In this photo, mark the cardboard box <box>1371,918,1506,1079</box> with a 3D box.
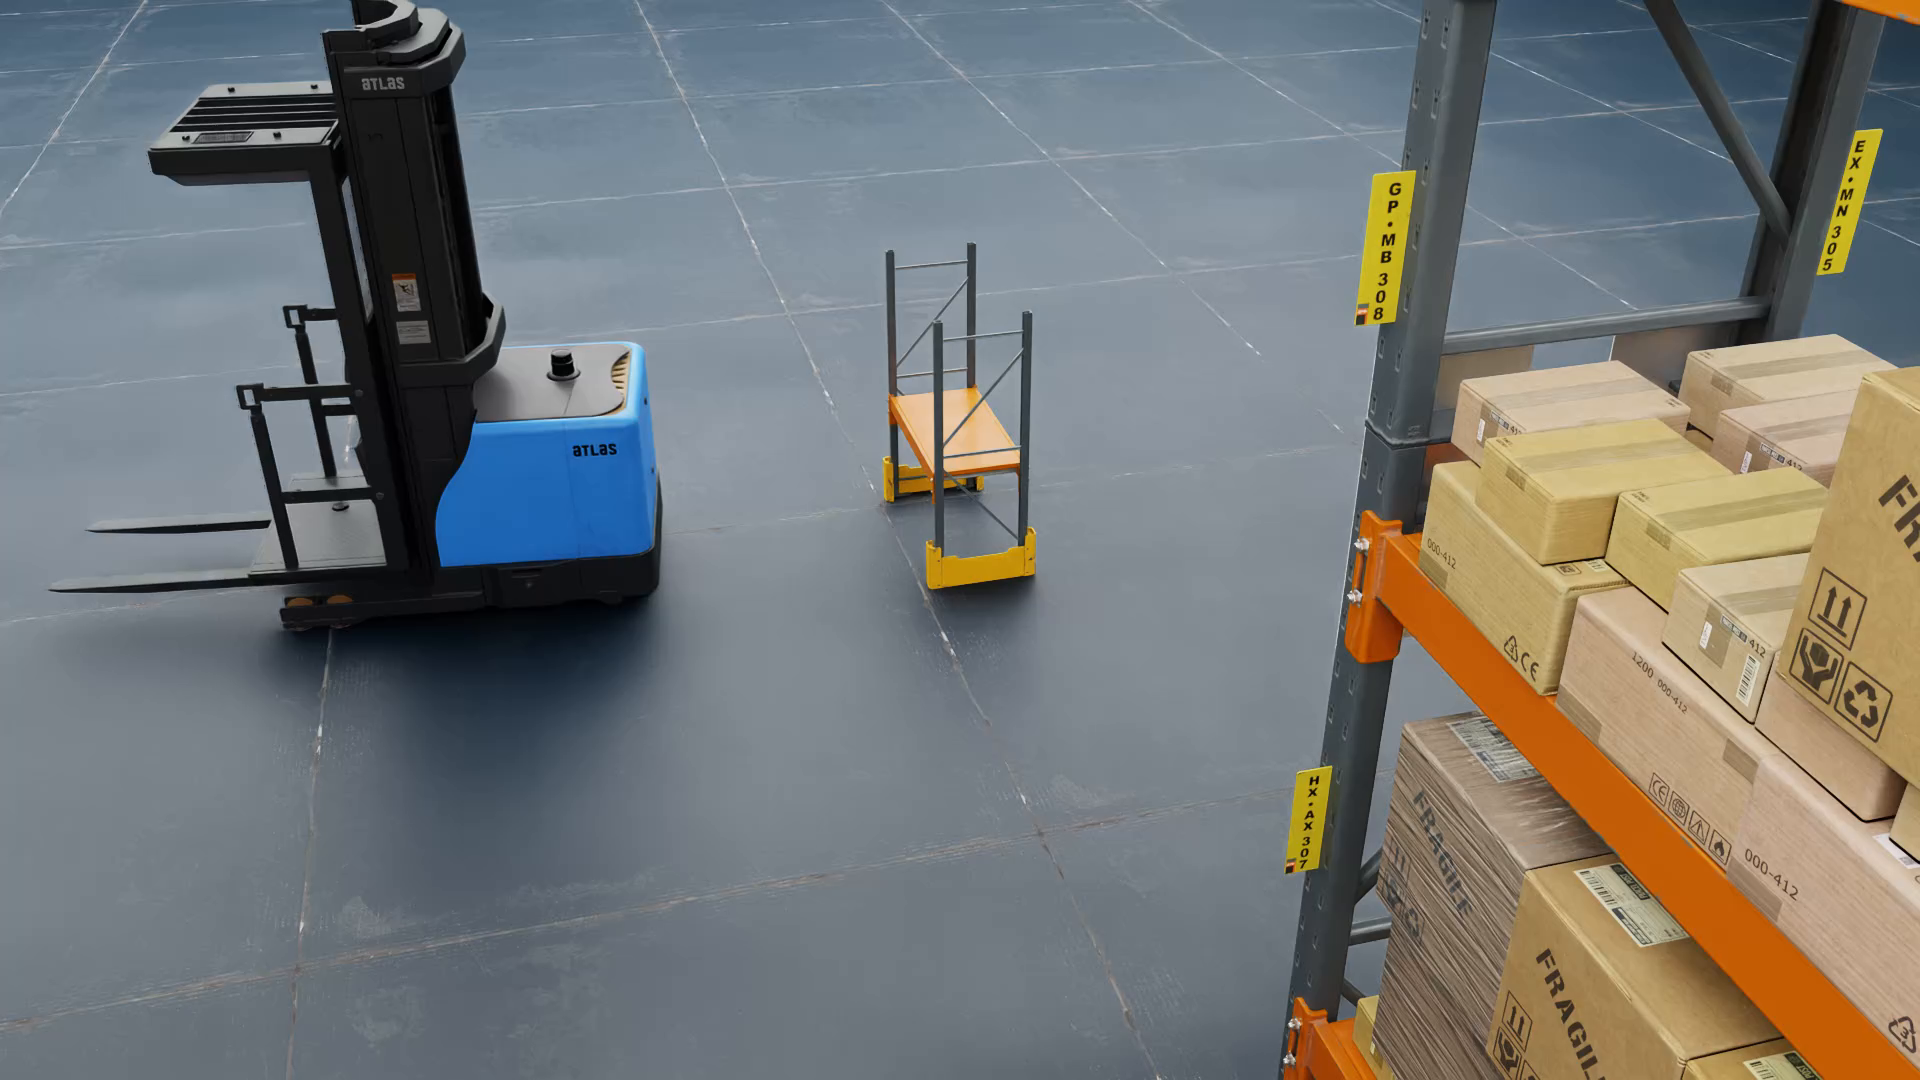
[{"bbox_3d":[1.519,1.104,3.951,0.875,0.500,0.500,-8,31,-13],"label":"cardboard box"}]

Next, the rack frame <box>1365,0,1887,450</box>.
[{"bbox_3d":[1.400,-1.589,3.013,1.000,3.000,0.127,-8,31,-13],"label":"rack frame"}]

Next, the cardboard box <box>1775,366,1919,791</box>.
[{"bbox_3d":[1.533,0.074,2.239,0.500,0.500,0.500,-8,31,-13],"label":"cardboard box"}]

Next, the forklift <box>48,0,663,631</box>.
[{"bbox_3d":[-3.135,-1.088,8.204,3.031,2.935,1.130,-4,30,-6],"label":"forklift"}]

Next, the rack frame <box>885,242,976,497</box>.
[{"bbox_3d":[-0.158,-0.936,9.370,0.500,1.500,0.032,-8,31,-13],"label":"rack frame"}]

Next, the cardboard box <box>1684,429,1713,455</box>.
[{"bbox_3d":[1.773,-0.027,3.458,0.500,0.250,0.500,-7,31,-12],"label":"cardboard box"}]

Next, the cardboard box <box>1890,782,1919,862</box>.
[{"bbox_3d":[1.562,0.398,2.326,0.380,0.149,0.250,-9,31,-16],"label":"cardboard box"}]

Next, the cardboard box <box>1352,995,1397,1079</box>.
[{"bbox_3d":[1.245,1.285,4.286,0.380,0.149,0.250,-8,31,-13],"label":"cardboard box"}]

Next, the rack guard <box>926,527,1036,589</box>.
[{"bbox_3d":[0.112,0.096,8.835,0.587,0.250,0.087,-8,31,-13],"label":"rack guard"}]

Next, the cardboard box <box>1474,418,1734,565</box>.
[{"bbox_3d":[1.225,-0.097,3.180,0.380,0.149,0.250,-7,31,-12],"label":"cardboard box"}]

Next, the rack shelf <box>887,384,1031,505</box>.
[{"bbox_3d":[-0.023,-0.535,9.036,0.538,0.185,1.000,-8,31,-13],"label":"rack shelf"}]

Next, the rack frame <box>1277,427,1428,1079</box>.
[{"bbox_3d":[1.400,1.007,4.516,1.000,3.000,0.127,-8,31,-13],"label":"rack frame"}]

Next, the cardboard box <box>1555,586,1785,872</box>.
[{"bbox_3d":[1.421,0.289,2.911,0.500,0.250,0.500,-9,31,-14],"label":"cardboard box"}]

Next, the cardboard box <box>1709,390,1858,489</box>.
[{"bbox_3d":[1.730,-0.165,3.298,0.380,0.149,0.250,-9,31,-15],"label":"cardboard box"}]

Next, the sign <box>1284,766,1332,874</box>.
[{"bbox_3d":[0.877,0.705,4.174,0.100,0.325,0.005,-8,31,-13],"label":"sign"}]

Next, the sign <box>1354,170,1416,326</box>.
[{"bbox_3d":[0.877,-0.597,3.420,0.100,0.325,0.005,-8,31,-13],"label":"sign"}]

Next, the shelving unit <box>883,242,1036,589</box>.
[{"bbox_3d":[-0.020,-0.686,8.938,0.587,1.500,1.083,-8,31,-13],"label":"shelving unit"}]

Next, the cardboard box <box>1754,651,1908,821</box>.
[{"bbox_3d":[1.475,0.268,2.551,0.380,0.149,0.250,-8,31,-13],"label":"cardboard box"}]

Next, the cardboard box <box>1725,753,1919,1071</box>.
[{"bbox_3d":[1.549,0.529,2.497,0.500,0.250,0.500,-8,31,-13],"label":"cardboard box"}]

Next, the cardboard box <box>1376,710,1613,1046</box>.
[{"bbox_3d":[1.283,0.704,3.644,0.500,0.500,0.500,-8,31,-13],"label":"cardboard box"}]

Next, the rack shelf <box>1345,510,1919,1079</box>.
[{"bbox_3d":[1.930,0.986,2.275,1.077,0.370,4.000,-8,31,-13],"label":"rack shelf"}]

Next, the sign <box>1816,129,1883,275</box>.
[{"bbox_3d":[1.940,-0.738,3.653,0.100,0.325,0.005,-8,31,-13],"label":"sign"}]

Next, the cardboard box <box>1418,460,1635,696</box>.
[{"bbox_3d":[1.278,0.041,3.340,0.500,0.250,0.500,-7,31,-12],"label":"cardboard box"}]

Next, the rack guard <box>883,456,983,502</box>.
[{"bbox_3d":[-0.152,-0.386,9.667,0.587,0.250,0.087,-8,31,-13],"label":"rack guard"}]

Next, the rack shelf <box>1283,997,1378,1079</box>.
[{"bbox_3d":[1.930,2.285,3.027,1.077,0.370,4.000,-8,31,-13],"label":"rack shelf"}]

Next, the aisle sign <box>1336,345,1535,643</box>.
[{"bbox_3d":[1.094,-0.108,3.847,0.394,0.787,0.004,-8,31,-13],"label":"aisle sign"}]

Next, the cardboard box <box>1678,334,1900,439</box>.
[{"bbox_3d":[1.774,-0.306,3.542,0.380,0.149,0.250,-8,31,-13],"label":"cardboard box"}]

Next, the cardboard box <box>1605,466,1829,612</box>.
[{"bbox_3d":[1.411,0.009,2.998,0.380,0.149,0.250,-8,31,-14],"label":"cardboard box"}]

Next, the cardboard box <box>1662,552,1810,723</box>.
[{"bbox_3d":[1.415,0.150,2.754,0.380,0.149,0.250,-7,31,-11],"label":"cardboard box"}]

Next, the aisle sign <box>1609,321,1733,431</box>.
[{"bbox_3d":[1.672,-0.188,3.985,0.394,0.787,0.004,-8,31,-13],"label":"aisle sign"}]

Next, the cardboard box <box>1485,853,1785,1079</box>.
[{"bbox_3d":[1.409,0.947,3.225,0.500,0.500,0.500,-8,31,-13],"label":"cardboard box"}]

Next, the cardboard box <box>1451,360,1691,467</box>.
[{"bbox_3d":[1.250,-0.235,3.419,0.380,0.149,0.250,-8,31,-14],"label":"cardboard box"}]

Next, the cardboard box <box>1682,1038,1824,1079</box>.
[{"bbox_3d":[1.543,1.188,2.808,0.500,0.500,0.500,-8,31,-13],"label":"cardboard box"}]

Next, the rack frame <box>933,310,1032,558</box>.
[{"bbox_3d":[0.112,-0.445,8.521,0.500,1.500,0.032,-8,31,-13],"label":"rack frame"}]
